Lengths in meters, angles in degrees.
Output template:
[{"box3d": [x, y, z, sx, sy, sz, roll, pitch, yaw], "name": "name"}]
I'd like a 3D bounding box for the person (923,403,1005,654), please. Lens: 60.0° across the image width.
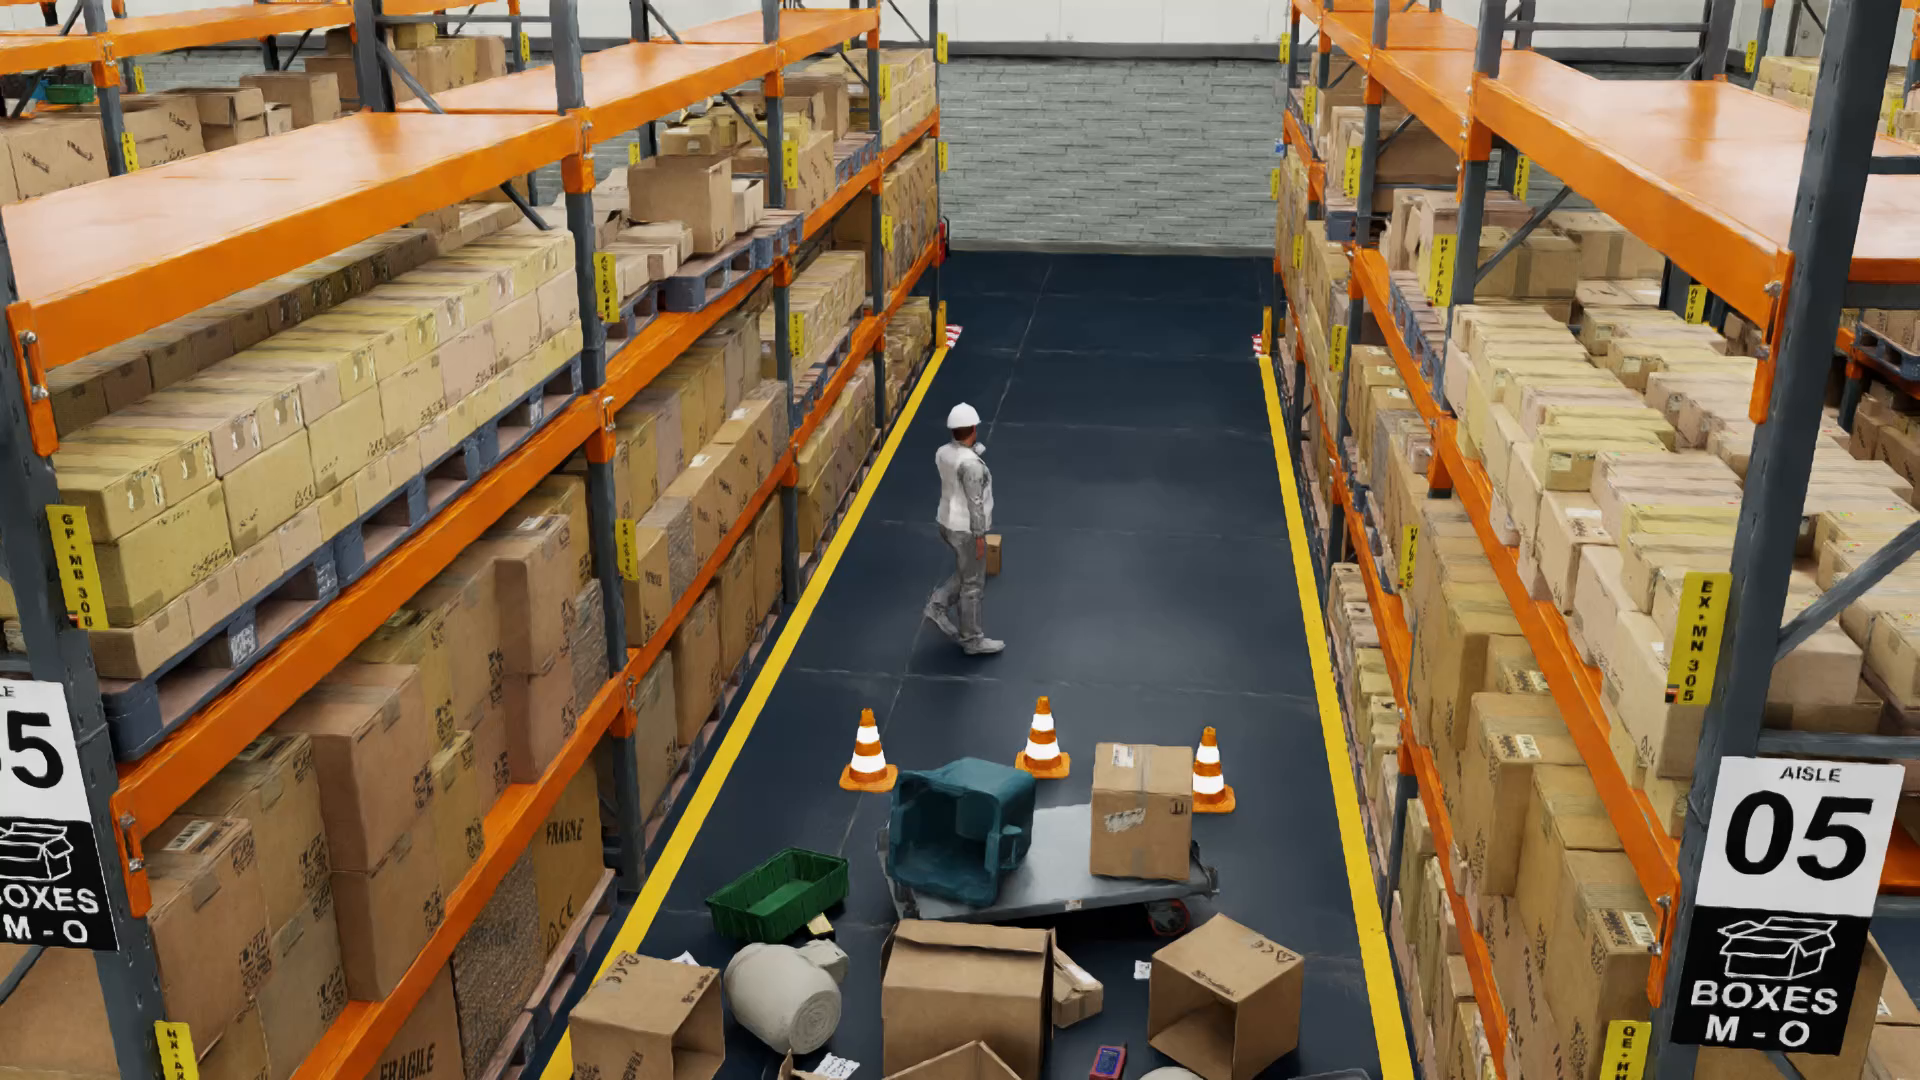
[{"box3d": [0.003, -0.086, 11.682, 0.495, 1.760, 0.603, -8, 22, -20], "name": "person"}]
